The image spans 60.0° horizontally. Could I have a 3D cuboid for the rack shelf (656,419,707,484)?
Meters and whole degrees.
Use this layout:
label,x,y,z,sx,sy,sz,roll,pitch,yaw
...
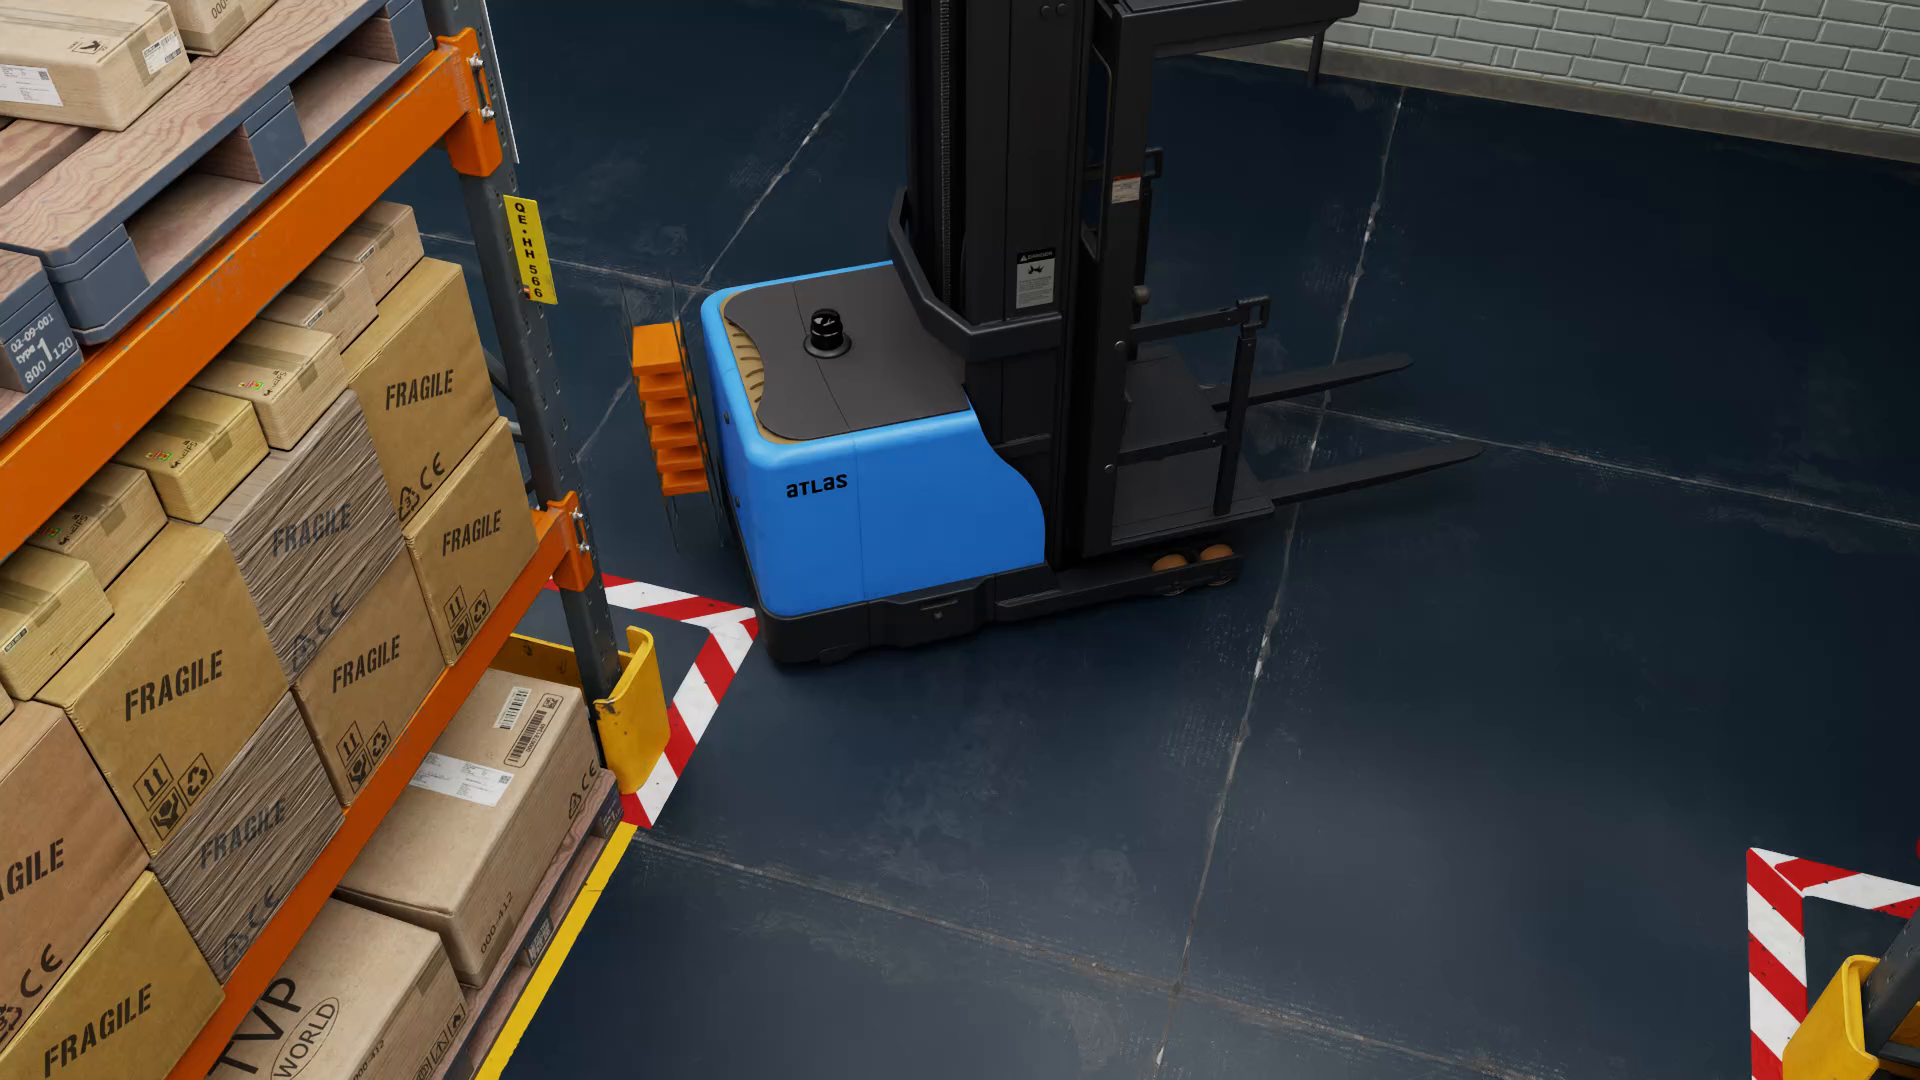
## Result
label,x,y,z,sx,sy,sz,roll,pitch,yaw
rack shelf,-1.086,-0.349,6.477,0.180,0.103,0.258,-7,45,-3

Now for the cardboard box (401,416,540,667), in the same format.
label,x,y,z,sx,sy,sz,roll,pitch,yaw
cardboard box,-1.542,-0.046,4.581,0.500,0.500,0.500,13,46,13

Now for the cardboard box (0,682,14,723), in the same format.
label,x,y,z,sx,sy,sz,roll,pitch,yaw
cardboard box,-1.997,0.302,3.047,0.380,0.149,0.250,14,46,14

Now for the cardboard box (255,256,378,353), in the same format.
label,x,y,z,sx,sy,sz,roll,pitch,yaw
cardboard box,-1.620,-0.557,3.924,0.380,0.149,0.250,13,46,13

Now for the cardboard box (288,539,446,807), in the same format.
label,x,y,z,sx,sy,sz,roll,pitch,yaw
cardboard box,-1.708,0.285,4.242,0.500,0.500,0.500,12,46,12

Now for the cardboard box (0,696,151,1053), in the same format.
label,x,y,z,sx,sy,sz,roll,pitch,yaw
cardboard box,-2.004,0.609,3.196,0.500,0.500,0.500,12,46,12

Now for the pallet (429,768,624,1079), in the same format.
label,x,y,z,sx,sy,sz,roll,pitch,yaw
pallet,-1.815,1.158,5.415,1.003,0.211,1.213,13,46,13

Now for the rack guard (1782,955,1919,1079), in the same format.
label,x,y,z,sx,sy,sz,roll,pitch,yaw
rack guard,3.061,1.605,4.752,1.175,0.500,0.348,13,46,13

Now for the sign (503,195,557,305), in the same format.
label,x,y,z,sx,sy,sz,roll,pitch,yaw
sign,-1.135,-0.762,4.387,0.100,0.325,0.005,13,46,13

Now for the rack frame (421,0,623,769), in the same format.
label,x,y,z,sx,sy,sz,roll,pitch,yaw
rack frame,-1.648,-0.388,5.002,1.000,3.000,0.127,13,46,13

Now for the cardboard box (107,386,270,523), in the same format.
label,x,y,z,sx,sy,sz,roll,pitch,yaw
cardboard box,-1.733,-0.208,3.568,0.380,0.149,0.250,14,46,13

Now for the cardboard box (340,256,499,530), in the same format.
label,x,y,z,sx,sy,sz,roll,pitch,yaw
cardboard box,-1.567,-0.409,4.237,0.500,0.500,0.500,14,46,14

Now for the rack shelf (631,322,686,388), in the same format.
label,x,y,z,sx,sy,sz,roll,pitch,yaw
rack shelf,-1.112,-0.689,6.139,0.180,0.103,0.258,-7,45,-3

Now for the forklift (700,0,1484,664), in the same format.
label,x,y,z,sx,sy,sz,roll,pitch,yaw
forklift,0.602,-1.173,5.853,3.031,2.935,1.130,-12,46,-12

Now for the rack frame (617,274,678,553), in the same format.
label,x,y,z,sx,sy,sz,roll,pitch,yaw
rack frame,-1.186,-0.454,6.357,0.006,1.200,0.240,-7,45,-3

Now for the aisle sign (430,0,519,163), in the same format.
label,x,y,z,sx,sy,sz,roll,pitch,yaw
aisle sign,-1.330,-1.299,4.074,0.394,0.787,0.004,13,46,13

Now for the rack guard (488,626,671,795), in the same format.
label,x,y,z,sx,sy,sz,roll,pitch,yaw
rack guard,-1.640,0.489,5.892,1.175,0.500,0.348,13,46,13

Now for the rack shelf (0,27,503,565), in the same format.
label,x,y,z,sx,sy,sz,roll,pitch,yaw
rack shelf,-2.253,0.130,2.842,1.077,0.370,4.000,13,46,13

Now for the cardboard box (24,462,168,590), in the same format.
label,x,y,z,sx,sy,sz,roll,pitch,yaw
cardboard box,-1.880,-0.049,3.405,0.380,0.149,0.250,12,46,12

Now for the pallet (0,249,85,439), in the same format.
label,x,y,z,sx,sy,sz,roll,pitch,yaw
pallet,-2.230,-0.116,2.642,1.003,0.211,1.213,13,46,13

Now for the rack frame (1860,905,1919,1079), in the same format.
label,x,y,z,sx,sy,sz,roll,pitch,yaw
rack frame,3.084,0.661,3.930,1.000,3.000,0.127,13,46,13

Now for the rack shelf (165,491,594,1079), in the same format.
label,x,y,z,sx,sy,sz,roll,pitch,yaw
rack shelf,-2.253,1.202,3.891,1.077,0.370,4.000,13,46,13

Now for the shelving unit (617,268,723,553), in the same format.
label,x,y,z,sx,sy,sz,roll,pitch,yaw
shelving unit,-1.095,-0.466,6.361,0.189,1.200,0.258,-7,45,-3

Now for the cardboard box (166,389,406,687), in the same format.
label,x,y,z,sx,sy,sz,roll,pitch,yaw
cardboard box,-1.697,-0.055,3.875,0.500,0.500,0.500,13,46,13

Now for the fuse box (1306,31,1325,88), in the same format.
label,x,y,z,sx,sy,sz,roll,pitch,yaw
fuse box,1.995,-3.149,8.744,0.539,1.711,0.414,13,46,13

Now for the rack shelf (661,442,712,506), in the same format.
label,x,y,z,sx,sy,sz,roll,pitch,yaw
rack shelf,-1.080,-0.264,6.562,0.180,0.103,0.258,-7,45,-3

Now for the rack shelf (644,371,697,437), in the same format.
label,x,y,z,sx,sy,sz,roll,pitch,yaw
rack shelf,-1.099,-0.519,6.308,0.180,0.103,0.258,-7,45,-3

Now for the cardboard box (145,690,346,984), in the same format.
label,x,y,z,sx,sy,sz,roll,pitch,yaw
cardboard box,-1.854,0.630,3.890,0.500,0.500,0.500,14,46,14

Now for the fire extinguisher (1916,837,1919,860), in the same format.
label,x,y,z,sx,sy,sz,roll,pitch,yaw
fire extinguisher,2.688,0.626,4.288,0.296,0.674,0.183,13,46,13

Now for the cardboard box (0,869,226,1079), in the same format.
label,x,y,z,sx,sy,sz,roll,pitch,yaw
cardboard box,-1.998,0.977,3.535,0.500,0.500,0.500,14,46,14

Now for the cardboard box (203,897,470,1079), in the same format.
label,x,y,z,sx,sy,sz,roll,pitch,yaw
cardboard box,-2.021,1.451,4.655,0.875,0.438,0.875,14,46,14

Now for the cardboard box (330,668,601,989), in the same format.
label,x,y,z,sx,sy,sz,roll,pitch,yaw
cardboard box,-1.752,0.839,5.280,0.875,0.438,0.875,11,45,11

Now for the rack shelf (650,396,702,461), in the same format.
label,x,y,z,sx,sy,sz,roll,pitch,yaw
rack shelf,-1.093,-0.434,6.393,0.180,0.103,0.258,-7,45,-3

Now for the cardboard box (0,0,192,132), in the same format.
label,x,y,z,sx,sy,sz,roll,pitch,yaw
cardboard box,-1.749,-0.941,3.230,0.380,0.149,0.250,9,45,9

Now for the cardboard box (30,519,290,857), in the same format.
label,x,y,z,sx,sy,sz,roll,pitch,yaw
cardboard box,-1.850,0.274,3.539,0.500,0.500,0.500,12,46,12

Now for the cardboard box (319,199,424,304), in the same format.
label,x,y,z,sx,sy,sz,roll,pitch,yaw
cardboard box,-1.566,-0.731,4.102,0.380,0.149,0.250,13,46,13

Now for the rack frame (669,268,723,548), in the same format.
label,x,y,z,sx,sy,sz,roll,pitch,yaw
rack frame,-1.004,-0.477,6.366,0.006,1.200,0.240,-7,45,-3

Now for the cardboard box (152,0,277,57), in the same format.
label,x,y,z,sx,sy,sz,roll,pitch,yaw
cardboard box,-1.698,-1.273,3.497,0.500,0.250,0.500,9,45,9

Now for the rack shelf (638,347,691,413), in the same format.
label,x,y,z,sx,sy,sz,roll,pitch,yaw
rack shelf,-1.106,-0.604,6.223,0.180,0.103,0.258,-7,45,-3

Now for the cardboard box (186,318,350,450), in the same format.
label,x,y,z,sx,sy,sz,roll,pitch,yaw
cardboard box,-1.617,-0.367,3.730,0.380,0.149,0.250,12,46,12

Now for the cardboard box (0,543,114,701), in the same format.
label,x,y,z,sx,sy,sz,roll,pitch,yaw
cardboard box,-1.900,0.131,3.221,0.380,0.149,0.250,14,46,13

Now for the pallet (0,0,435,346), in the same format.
label,x,y,z,sx,sy,sz,roll,pitch,yaw
pallet,-1.862,-0.932,3.476,1.003,0.211,1.213,13,46,13
